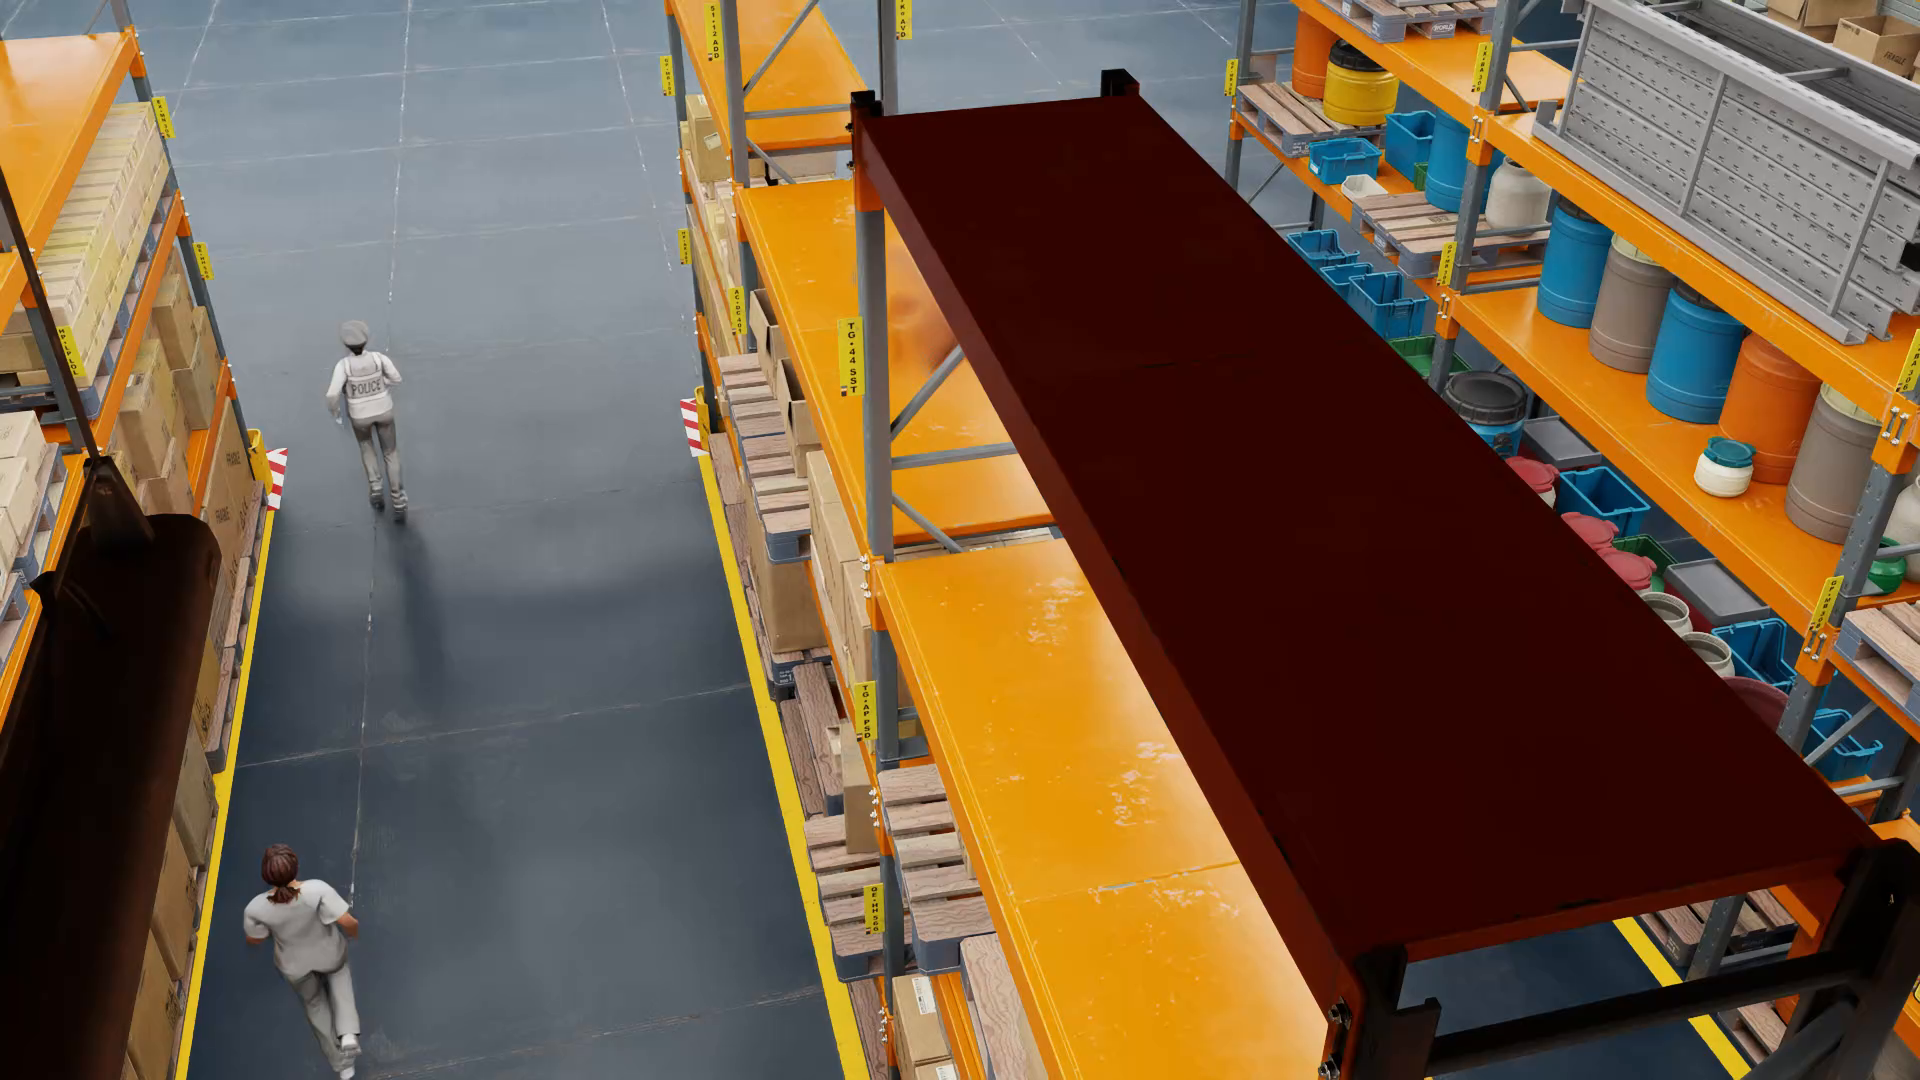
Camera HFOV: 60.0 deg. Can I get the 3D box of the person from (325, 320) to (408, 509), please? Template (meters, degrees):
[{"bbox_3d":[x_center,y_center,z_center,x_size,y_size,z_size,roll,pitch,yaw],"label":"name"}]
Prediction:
[{"bbox_3d":[-5.014,-1.036,14.146,0.632,1.764,0.721,-14,37,-19],"label":"person"}]

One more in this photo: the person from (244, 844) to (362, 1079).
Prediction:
[{"bbox_3d":[-3.476,2.198,8.929,0.559,1.641,0.515,-13,36,-18],"label":"person"}]
